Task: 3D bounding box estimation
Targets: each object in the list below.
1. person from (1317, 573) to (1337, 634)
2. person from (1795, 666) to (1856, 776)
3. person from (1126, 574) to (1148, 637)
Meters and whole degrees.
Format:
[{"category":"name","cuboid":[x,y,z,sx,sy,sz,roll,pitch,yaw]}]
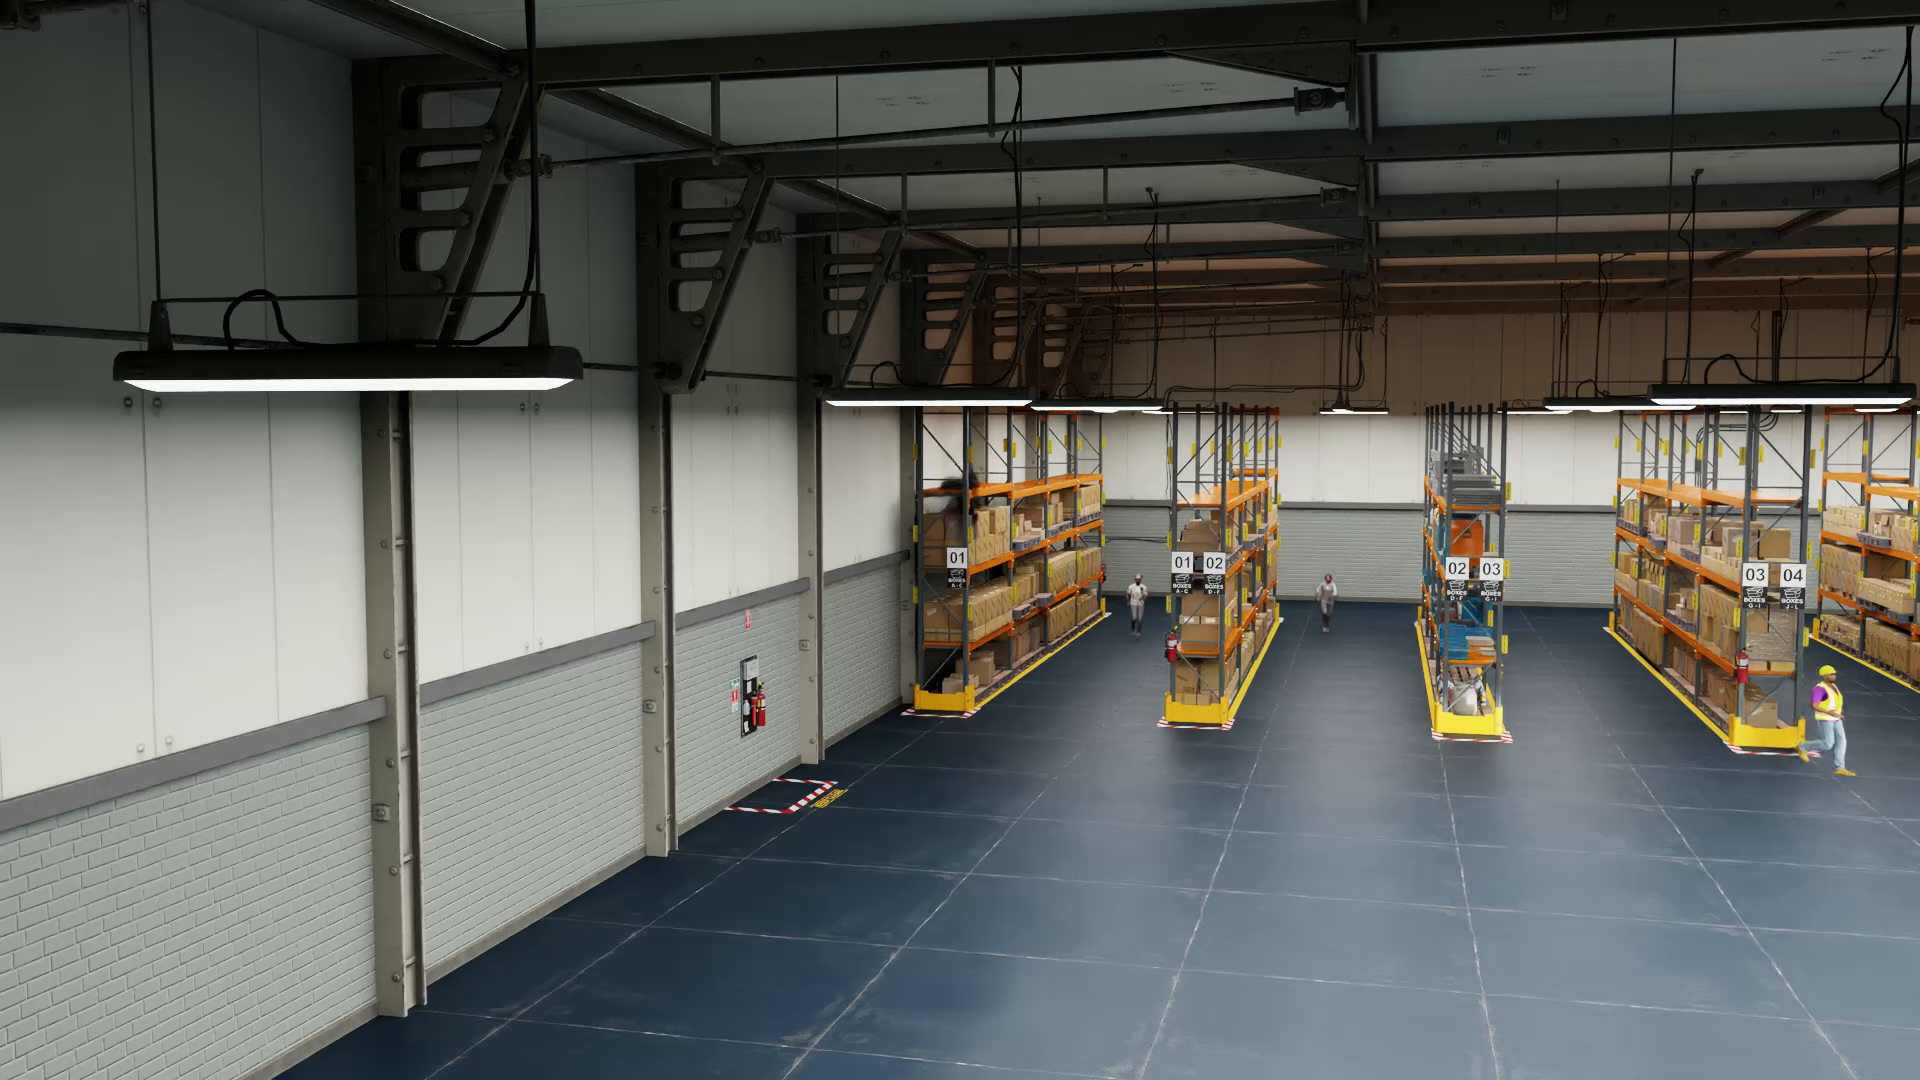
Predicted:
[{"category":"person","cuboid":[9.702,1.682,43.943,0.501,1.613,0.759,0,4,6]},{"category":"person","cuboid":[13.964,2.887,26.735,0.713,1.738,0.919,-3,5,-35]},{"category":"person","cuboid":[4.586,1.699,43.065,0.552,1.662,0.628,0,4,2]}]
